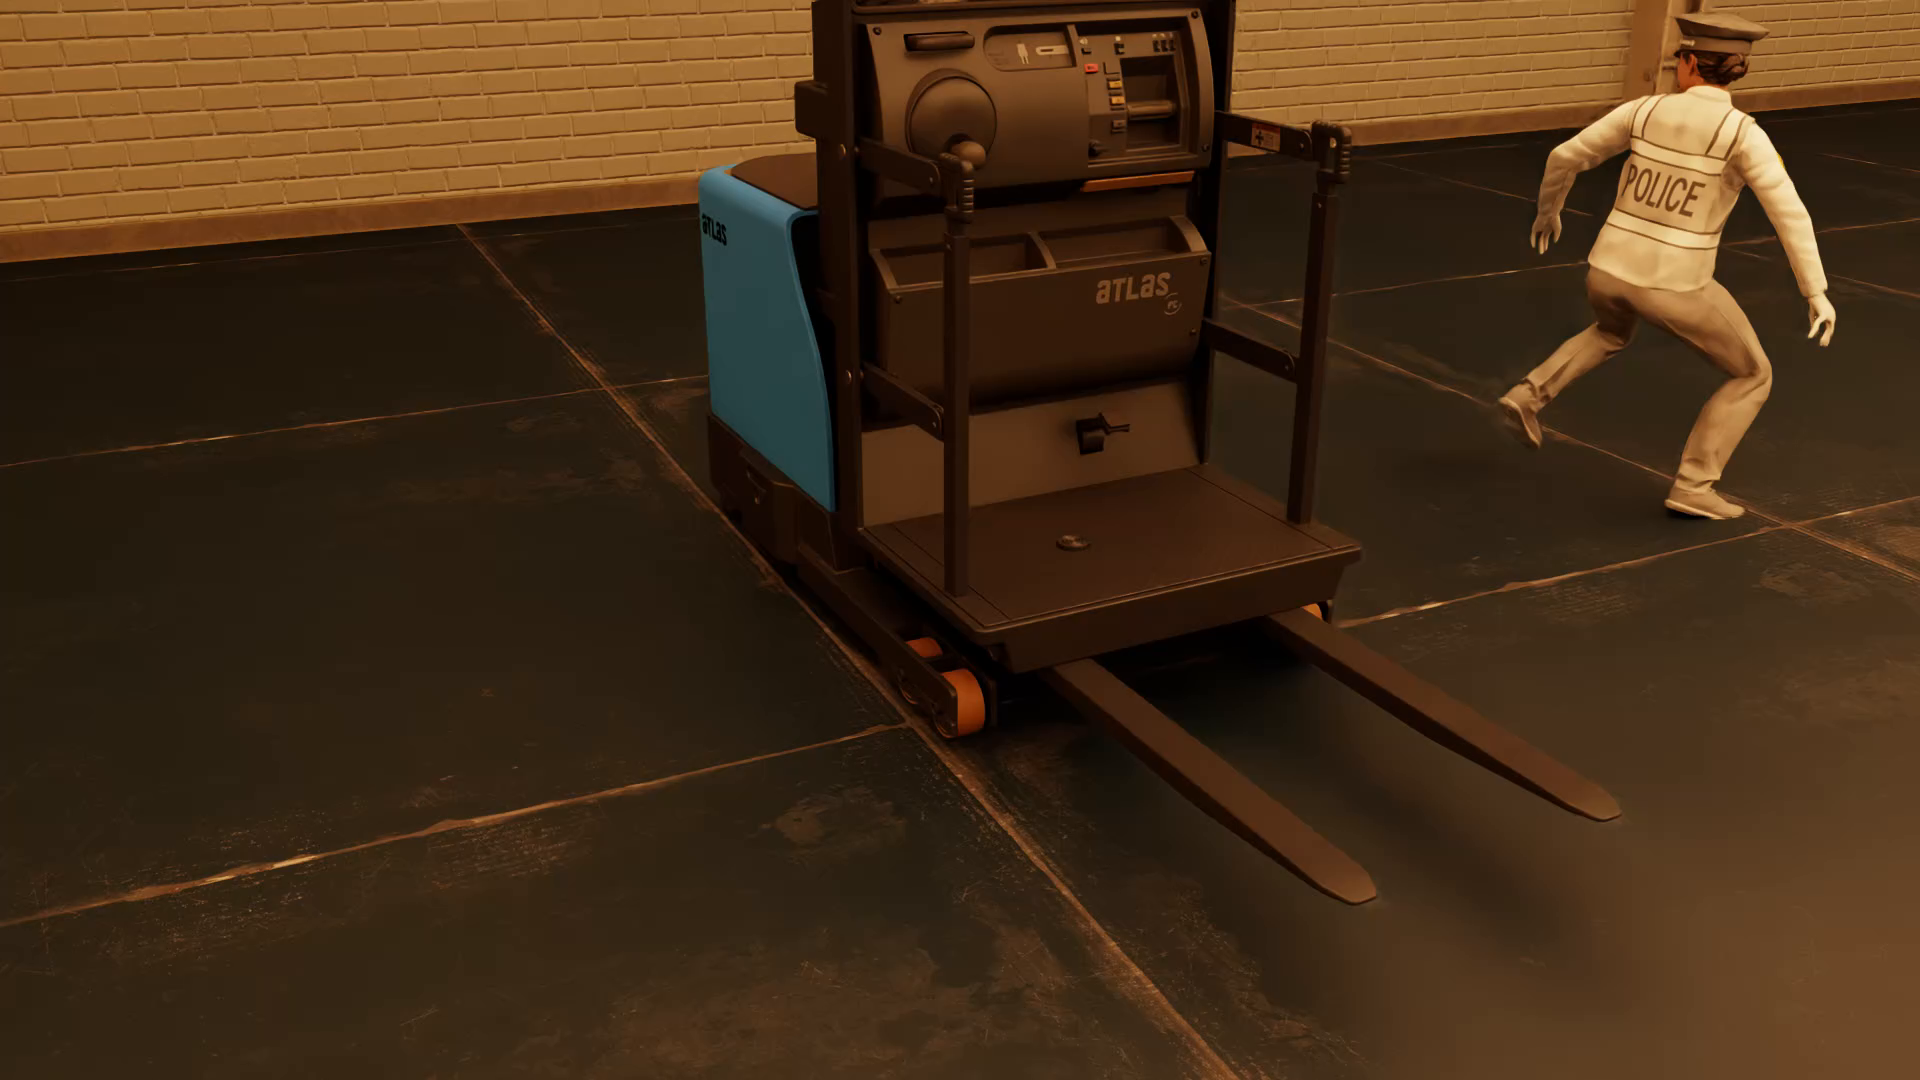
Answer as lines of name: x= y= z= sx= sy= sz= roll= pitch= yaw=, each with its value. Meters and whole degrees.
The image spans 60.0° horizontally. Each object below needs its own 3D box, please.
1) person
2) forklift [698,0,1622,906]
person: x=2.221 y=-0.828 z=5.171 sx=0.473 sy=1.553 sz=0.991 roll=-15 pitch=27 yaw=-32
forklift: x=0.311 y=-1.074 z=3.873 sx=1.130 sy=2.935 sz=3.031 roll=-11 pitch=25 yaw=-25
